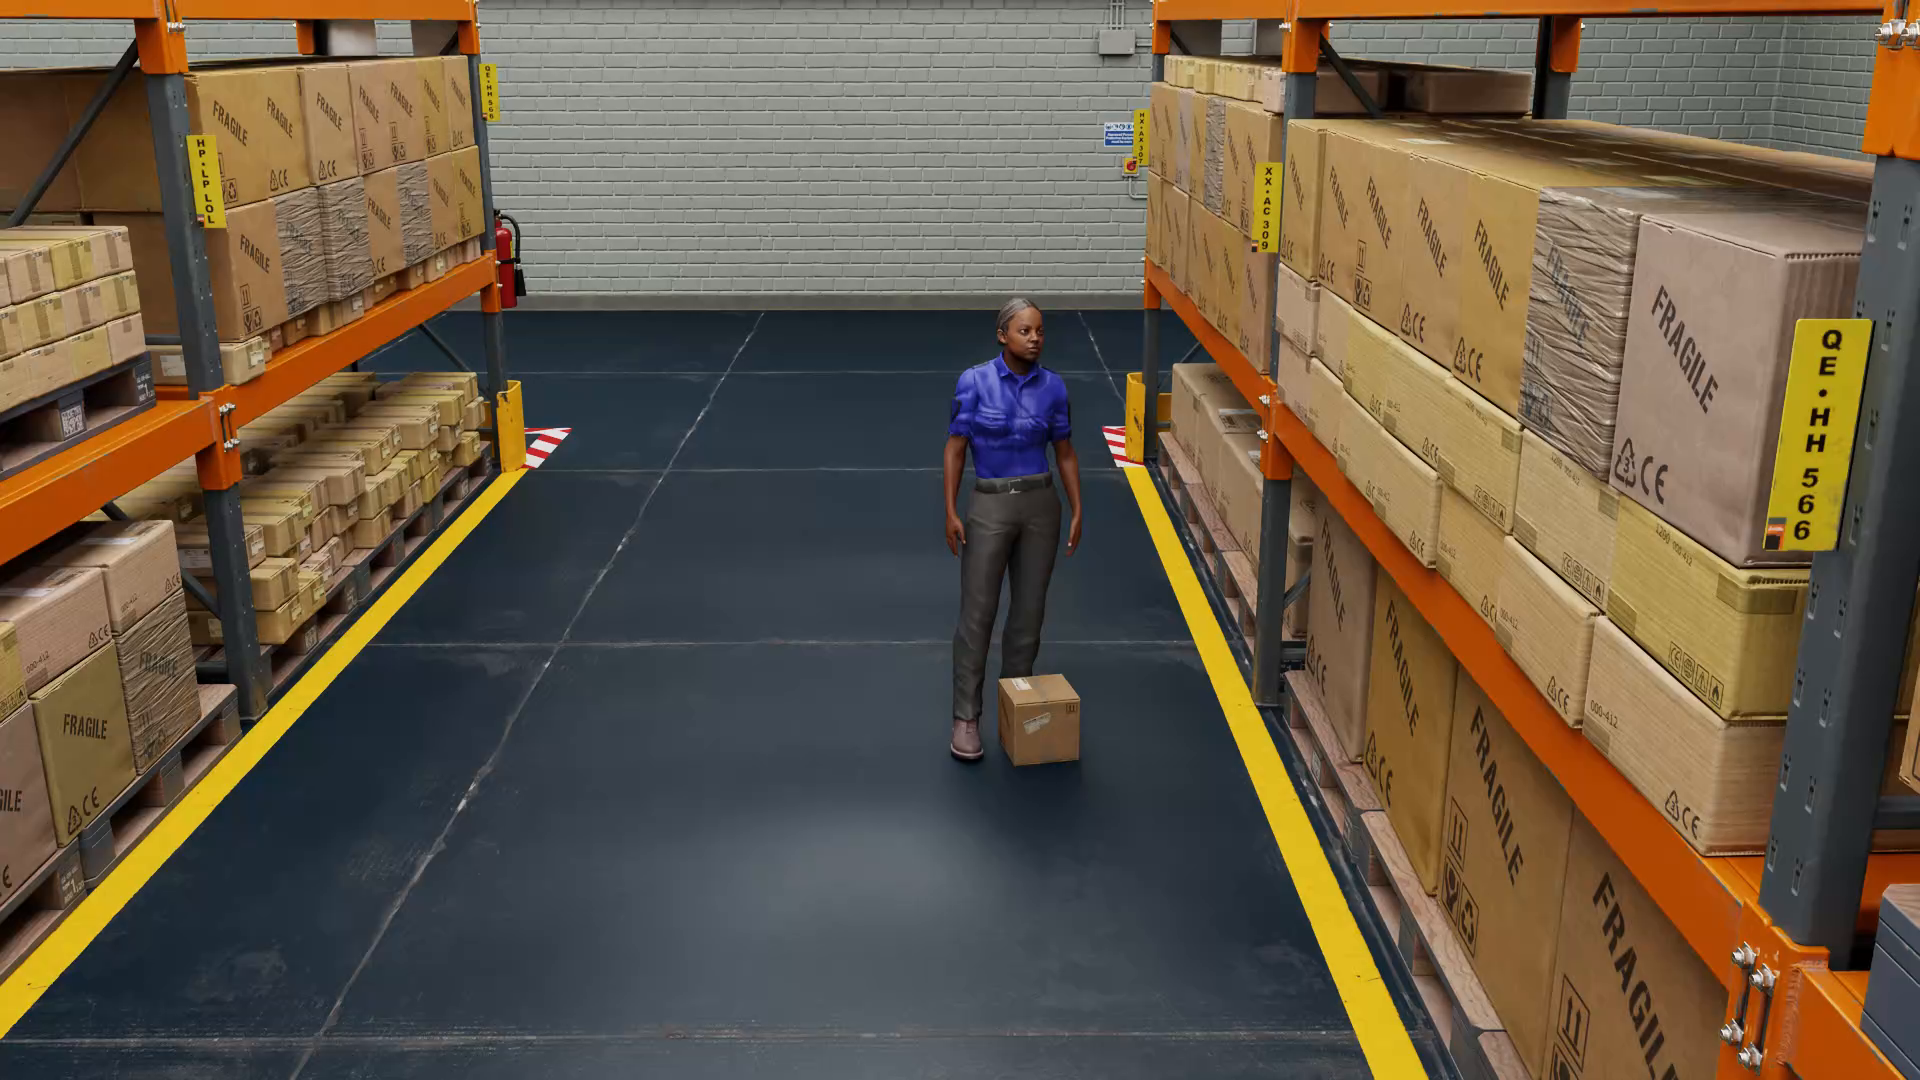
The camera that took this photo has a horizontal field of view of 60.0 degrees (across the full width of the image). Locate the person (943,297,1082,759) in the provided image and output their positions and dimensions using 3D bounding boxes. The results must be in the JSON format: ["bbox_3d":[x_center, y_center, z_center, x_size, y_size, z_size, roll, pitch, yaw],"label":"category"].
[{"bbox_3d":[0.202,-0.055,6.204,0.569,1.655,0.504,-4,18,-14],"label":"person"}]
